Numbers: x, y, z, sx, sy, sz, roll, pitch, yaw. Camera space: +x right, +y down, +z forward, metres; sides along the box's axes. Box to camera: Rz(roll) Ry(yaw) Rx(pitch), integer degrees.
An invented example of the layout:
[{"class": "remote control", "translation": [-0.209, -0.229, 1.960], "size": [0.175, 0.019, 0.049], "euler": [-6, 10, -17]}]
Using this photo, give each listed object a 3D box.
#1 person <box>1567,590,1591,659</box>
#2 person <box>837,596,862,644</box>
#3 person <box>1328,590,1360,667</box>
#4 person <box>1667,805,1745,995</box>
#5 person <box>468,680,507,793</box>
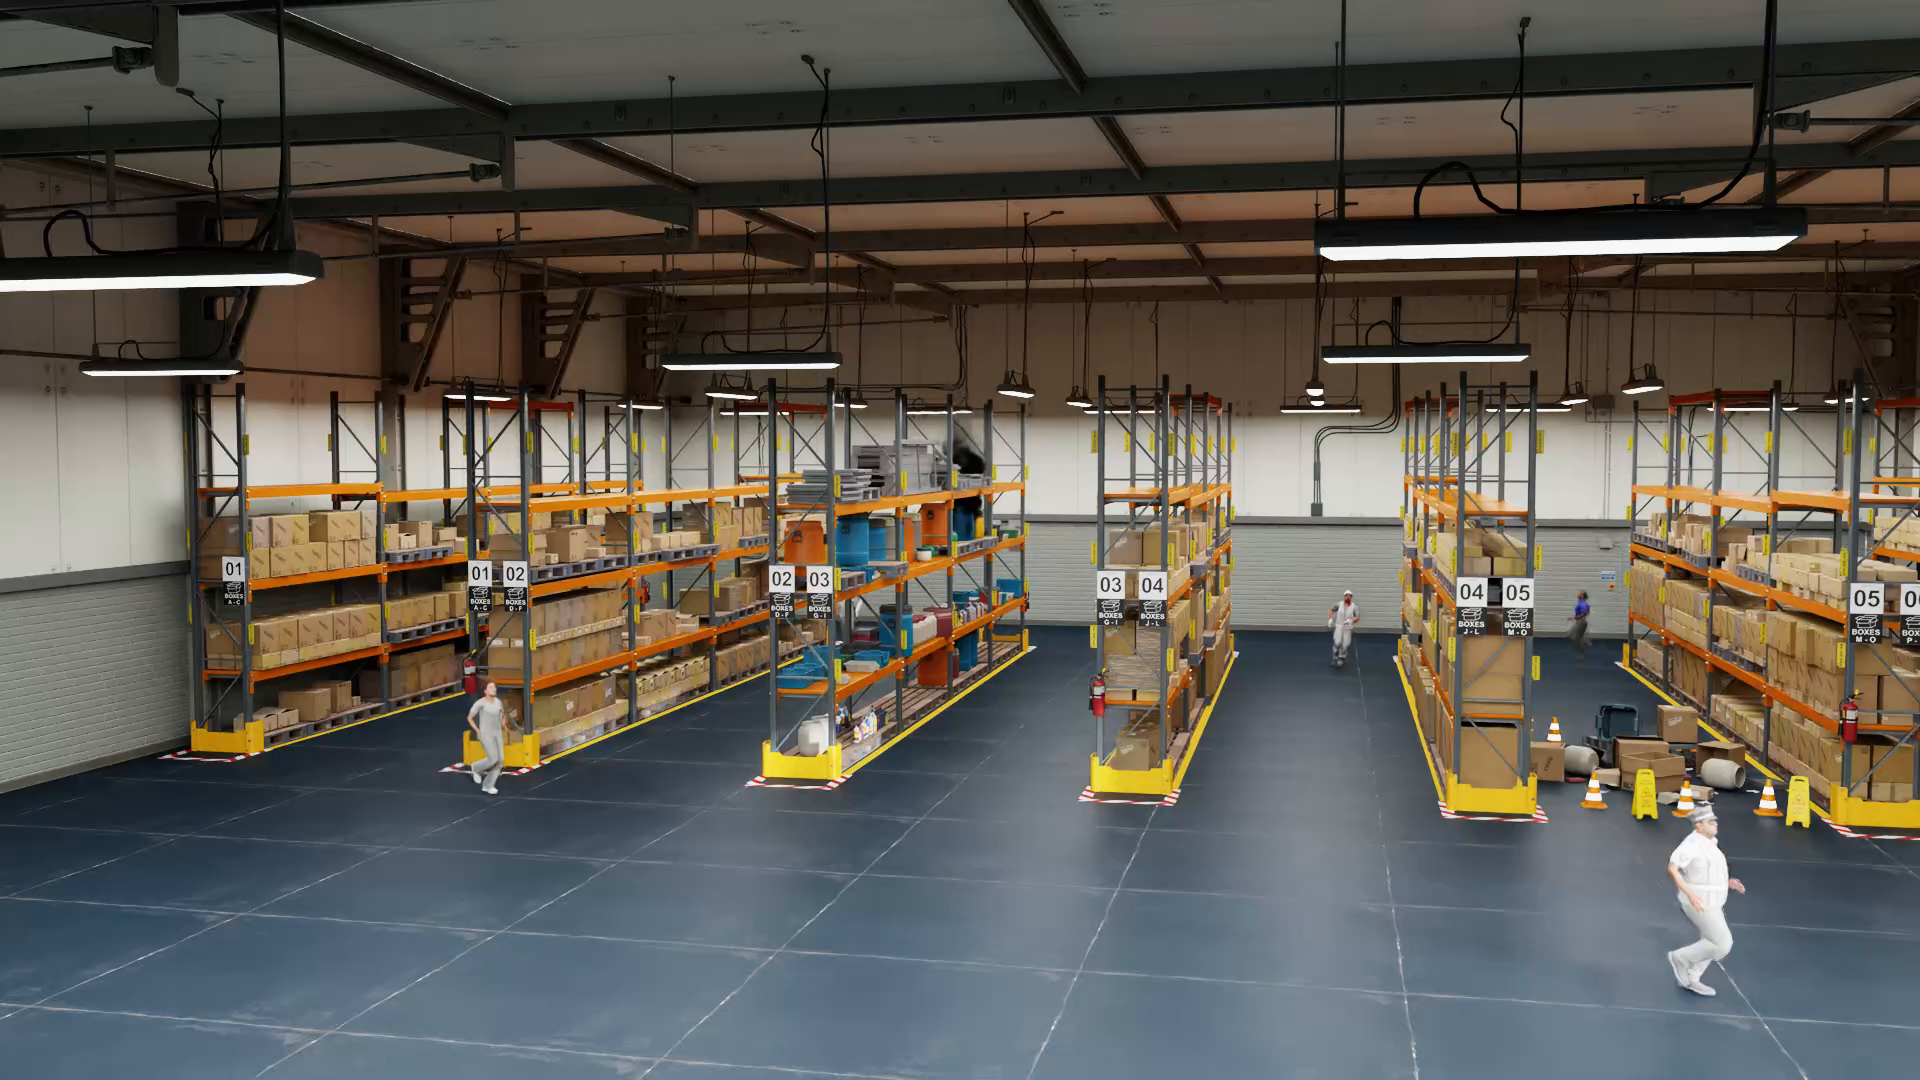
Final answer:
[{"class": "person", "translation": [14.529, 1.973, 39.018], "size": [0.558, 1.613, 0.581], "euler": [1, 3, 15]}, {"class": "person", "translation": [-2.547, 1.750, 37.189], "size": [0.545, 1.709, 0.806], "euler": [0, 3, 3]}, {"class": "person", "translation": [8.619, 1.997, 37.297], "size": [0.701, 1.729, 0.594], "euler": [1, 3, 11]}, {"class": "person", "translation": [6.791, 3.269, 15.097], "size": [0.590, 1.743, 0.657], "euler": [3, 4, 40]}, {"class": "person", "translation": [-6.773, 2.829, 23.949], "size": [0.571, 1.629, 0.566], "euler": [2, 4, 37]}]
